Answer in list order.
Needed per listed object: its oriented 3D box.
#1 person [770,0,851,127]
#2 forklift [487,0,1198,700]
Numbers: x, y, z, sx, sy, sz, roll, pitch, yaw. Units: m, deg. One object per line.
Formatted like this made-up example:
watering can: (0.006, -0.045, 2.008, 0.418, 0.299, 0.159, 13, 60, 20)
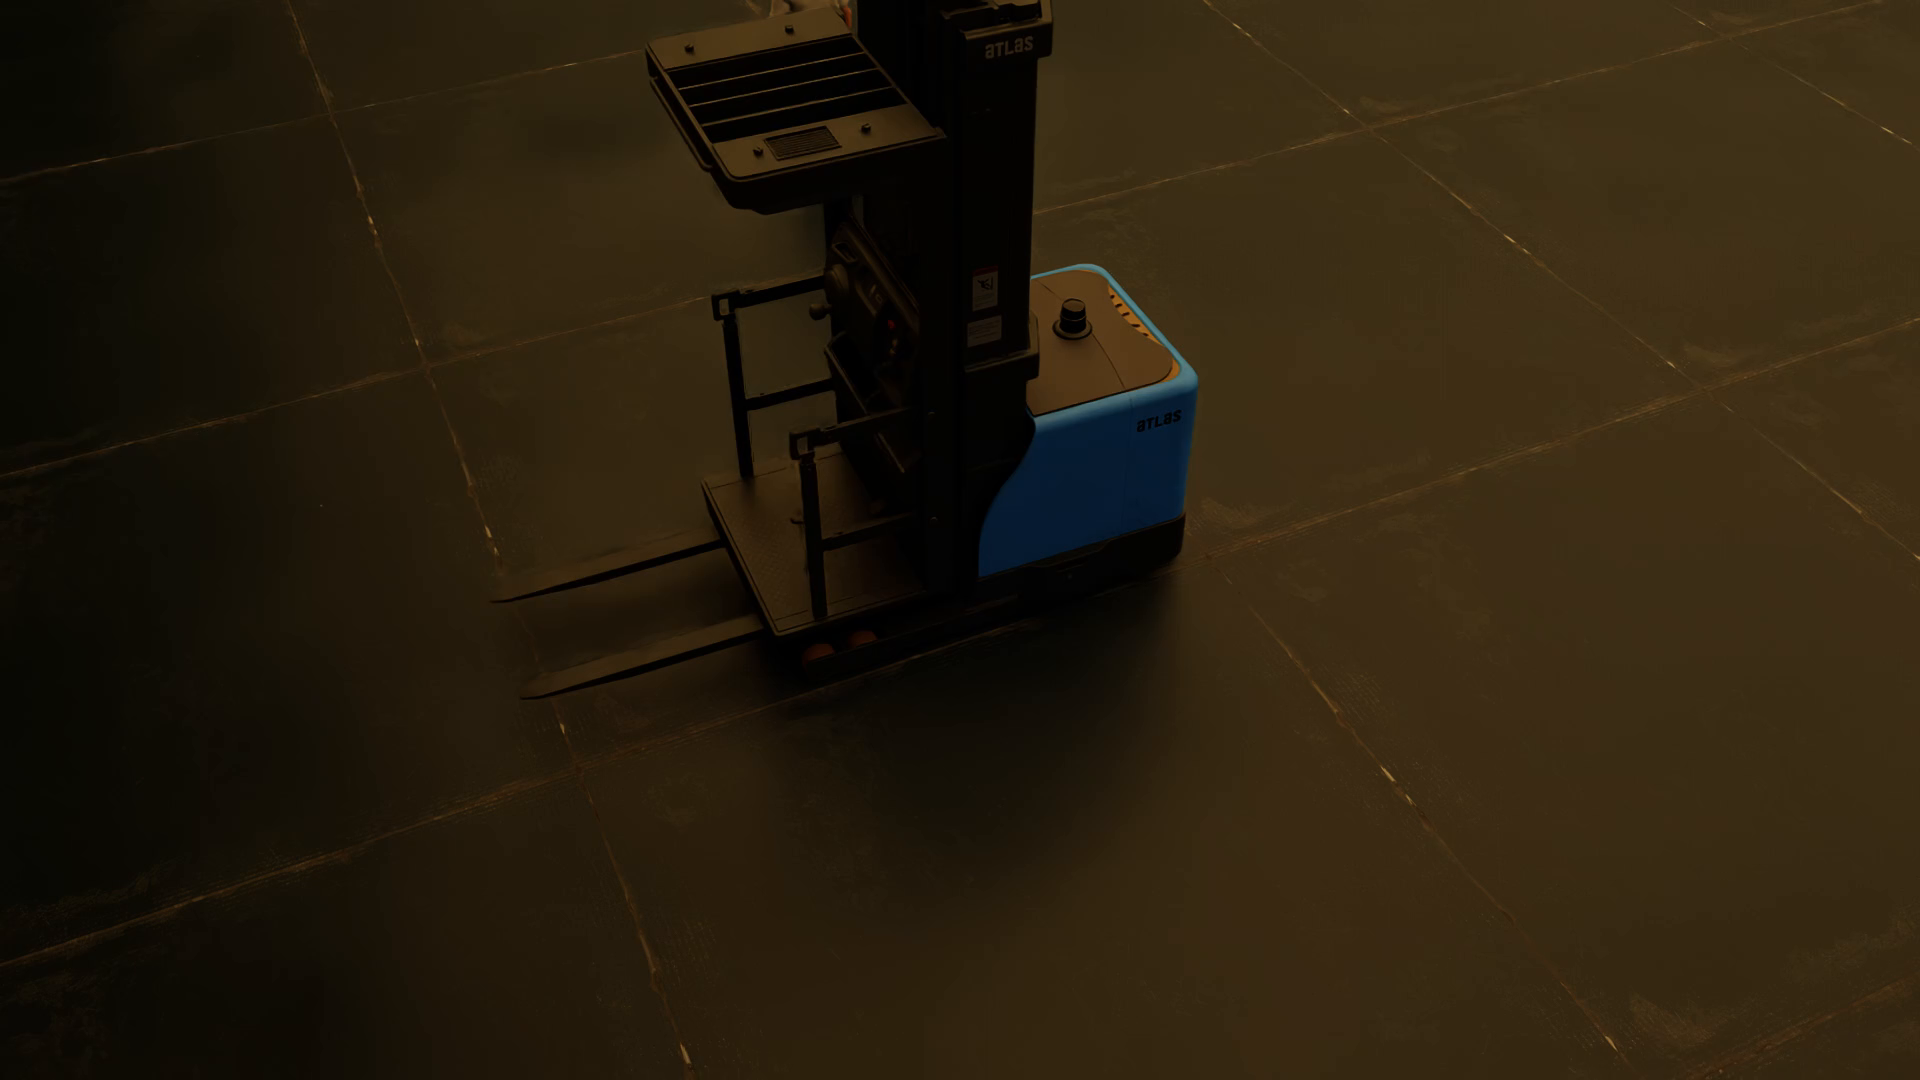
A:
person: (-0.884, -2.782, 9.570, 0.550, 1.673, 0.548, -21, 47, -21)
forklift: (-0.540, -0.876, 6.619, 3.031, 2.935, 1.130, -16, 45, -17)
